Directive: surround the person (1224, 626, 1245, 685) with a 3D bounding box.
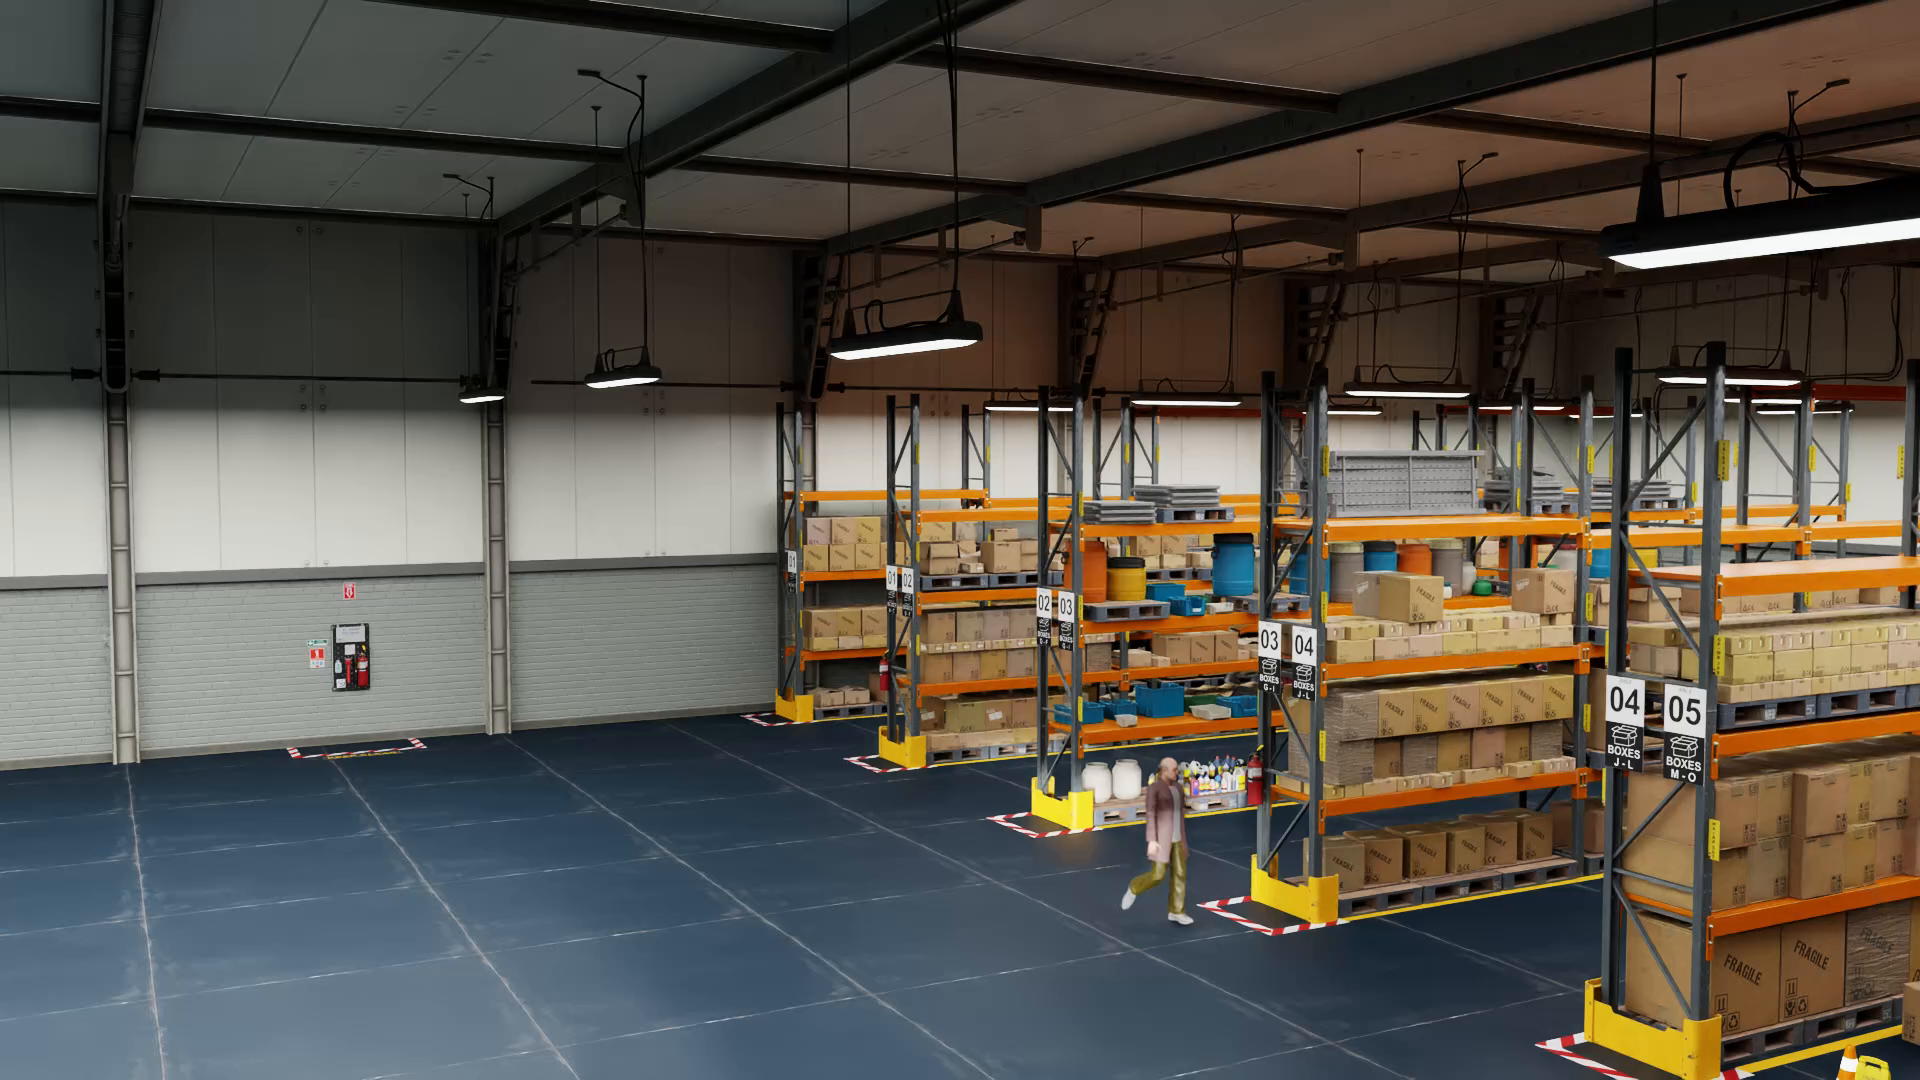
[{"bbox_3d":[5.261,2.481,32.497,1.016,1.611,0.543,-1,4,-25],"label":"person"}]

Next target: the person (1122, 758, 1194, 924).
[{"bbox_3d":[2.203,3.240,18.046,0.616,1.767,0.800,-3,4,-39],"label":"person"}]
